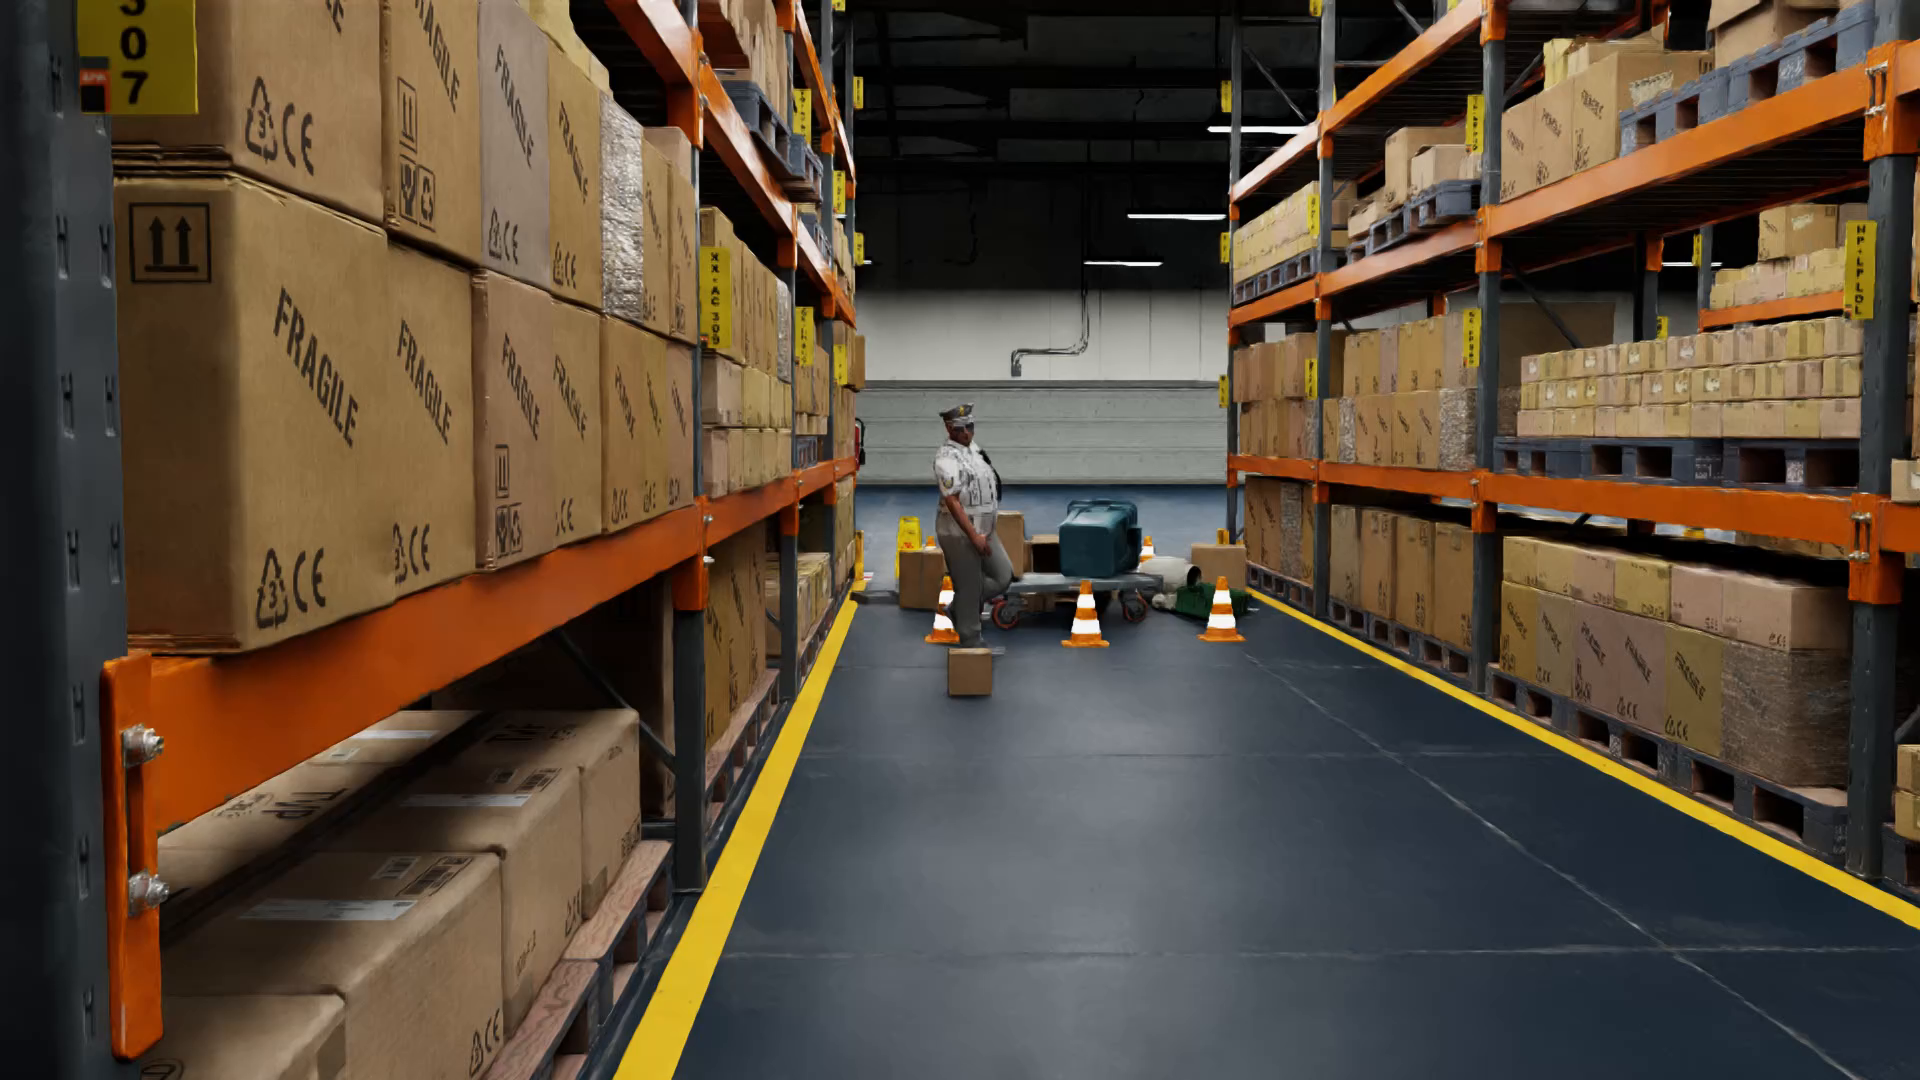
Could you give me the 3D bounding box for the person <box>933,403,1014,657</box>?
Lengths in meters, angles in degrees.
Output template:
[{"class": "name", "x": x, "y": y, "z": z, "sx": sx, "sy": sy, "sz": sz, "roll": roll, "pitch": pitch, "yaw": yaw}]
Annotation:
[{"class": "person", "x": 0.030, "y": -0.057, "z": 11.123, "sx": 0.516, "sy": 1.705, "sz": 0.690, "roll": 2, "pitch": 4, "yaw": 27}]
